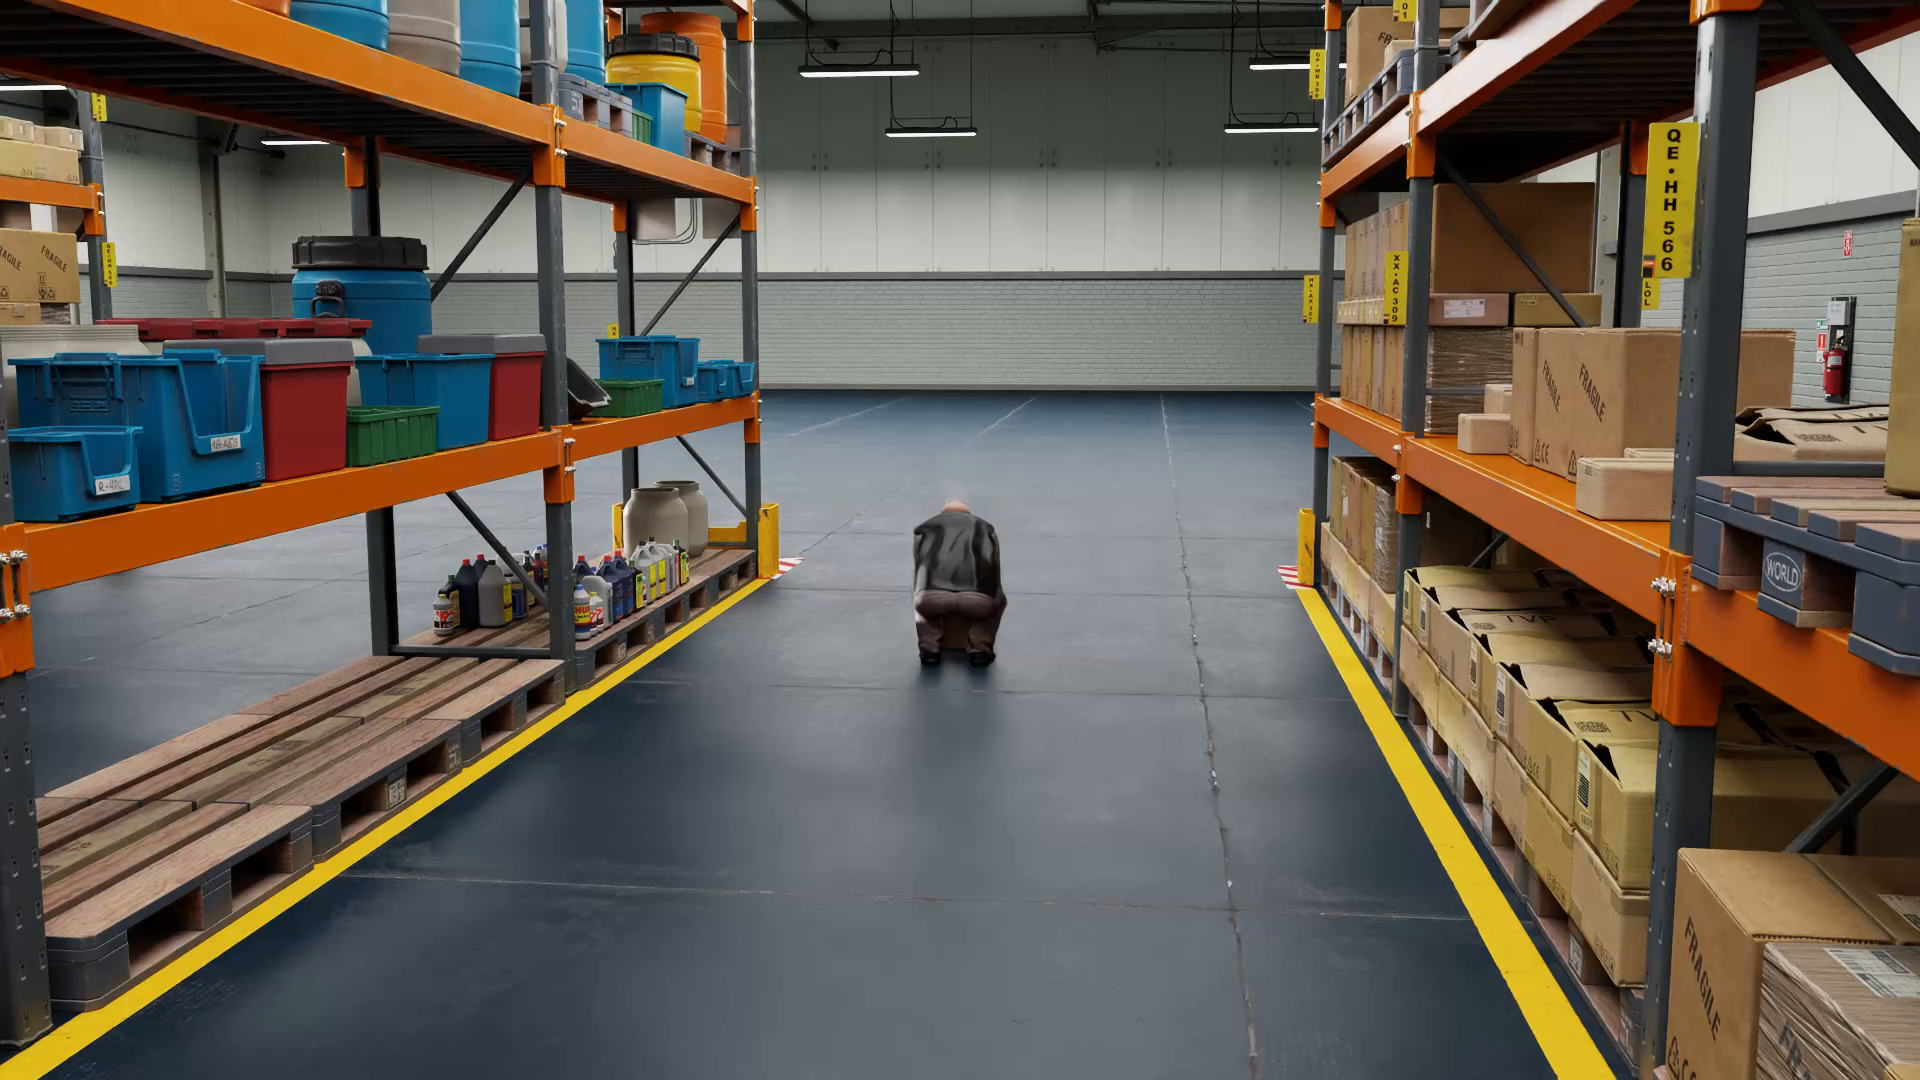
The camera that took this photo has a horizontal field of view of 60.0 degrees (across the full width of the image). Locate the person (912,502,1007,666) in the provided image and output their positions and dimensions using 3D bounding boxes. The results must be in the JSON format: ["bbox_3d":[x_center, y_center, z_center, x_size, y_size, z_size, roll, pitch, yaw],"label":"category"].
[{"bbox_3d":[-0.014,0.247,9.092,0.529,0.833,0.881,1,8,6],"label":"person"}]
